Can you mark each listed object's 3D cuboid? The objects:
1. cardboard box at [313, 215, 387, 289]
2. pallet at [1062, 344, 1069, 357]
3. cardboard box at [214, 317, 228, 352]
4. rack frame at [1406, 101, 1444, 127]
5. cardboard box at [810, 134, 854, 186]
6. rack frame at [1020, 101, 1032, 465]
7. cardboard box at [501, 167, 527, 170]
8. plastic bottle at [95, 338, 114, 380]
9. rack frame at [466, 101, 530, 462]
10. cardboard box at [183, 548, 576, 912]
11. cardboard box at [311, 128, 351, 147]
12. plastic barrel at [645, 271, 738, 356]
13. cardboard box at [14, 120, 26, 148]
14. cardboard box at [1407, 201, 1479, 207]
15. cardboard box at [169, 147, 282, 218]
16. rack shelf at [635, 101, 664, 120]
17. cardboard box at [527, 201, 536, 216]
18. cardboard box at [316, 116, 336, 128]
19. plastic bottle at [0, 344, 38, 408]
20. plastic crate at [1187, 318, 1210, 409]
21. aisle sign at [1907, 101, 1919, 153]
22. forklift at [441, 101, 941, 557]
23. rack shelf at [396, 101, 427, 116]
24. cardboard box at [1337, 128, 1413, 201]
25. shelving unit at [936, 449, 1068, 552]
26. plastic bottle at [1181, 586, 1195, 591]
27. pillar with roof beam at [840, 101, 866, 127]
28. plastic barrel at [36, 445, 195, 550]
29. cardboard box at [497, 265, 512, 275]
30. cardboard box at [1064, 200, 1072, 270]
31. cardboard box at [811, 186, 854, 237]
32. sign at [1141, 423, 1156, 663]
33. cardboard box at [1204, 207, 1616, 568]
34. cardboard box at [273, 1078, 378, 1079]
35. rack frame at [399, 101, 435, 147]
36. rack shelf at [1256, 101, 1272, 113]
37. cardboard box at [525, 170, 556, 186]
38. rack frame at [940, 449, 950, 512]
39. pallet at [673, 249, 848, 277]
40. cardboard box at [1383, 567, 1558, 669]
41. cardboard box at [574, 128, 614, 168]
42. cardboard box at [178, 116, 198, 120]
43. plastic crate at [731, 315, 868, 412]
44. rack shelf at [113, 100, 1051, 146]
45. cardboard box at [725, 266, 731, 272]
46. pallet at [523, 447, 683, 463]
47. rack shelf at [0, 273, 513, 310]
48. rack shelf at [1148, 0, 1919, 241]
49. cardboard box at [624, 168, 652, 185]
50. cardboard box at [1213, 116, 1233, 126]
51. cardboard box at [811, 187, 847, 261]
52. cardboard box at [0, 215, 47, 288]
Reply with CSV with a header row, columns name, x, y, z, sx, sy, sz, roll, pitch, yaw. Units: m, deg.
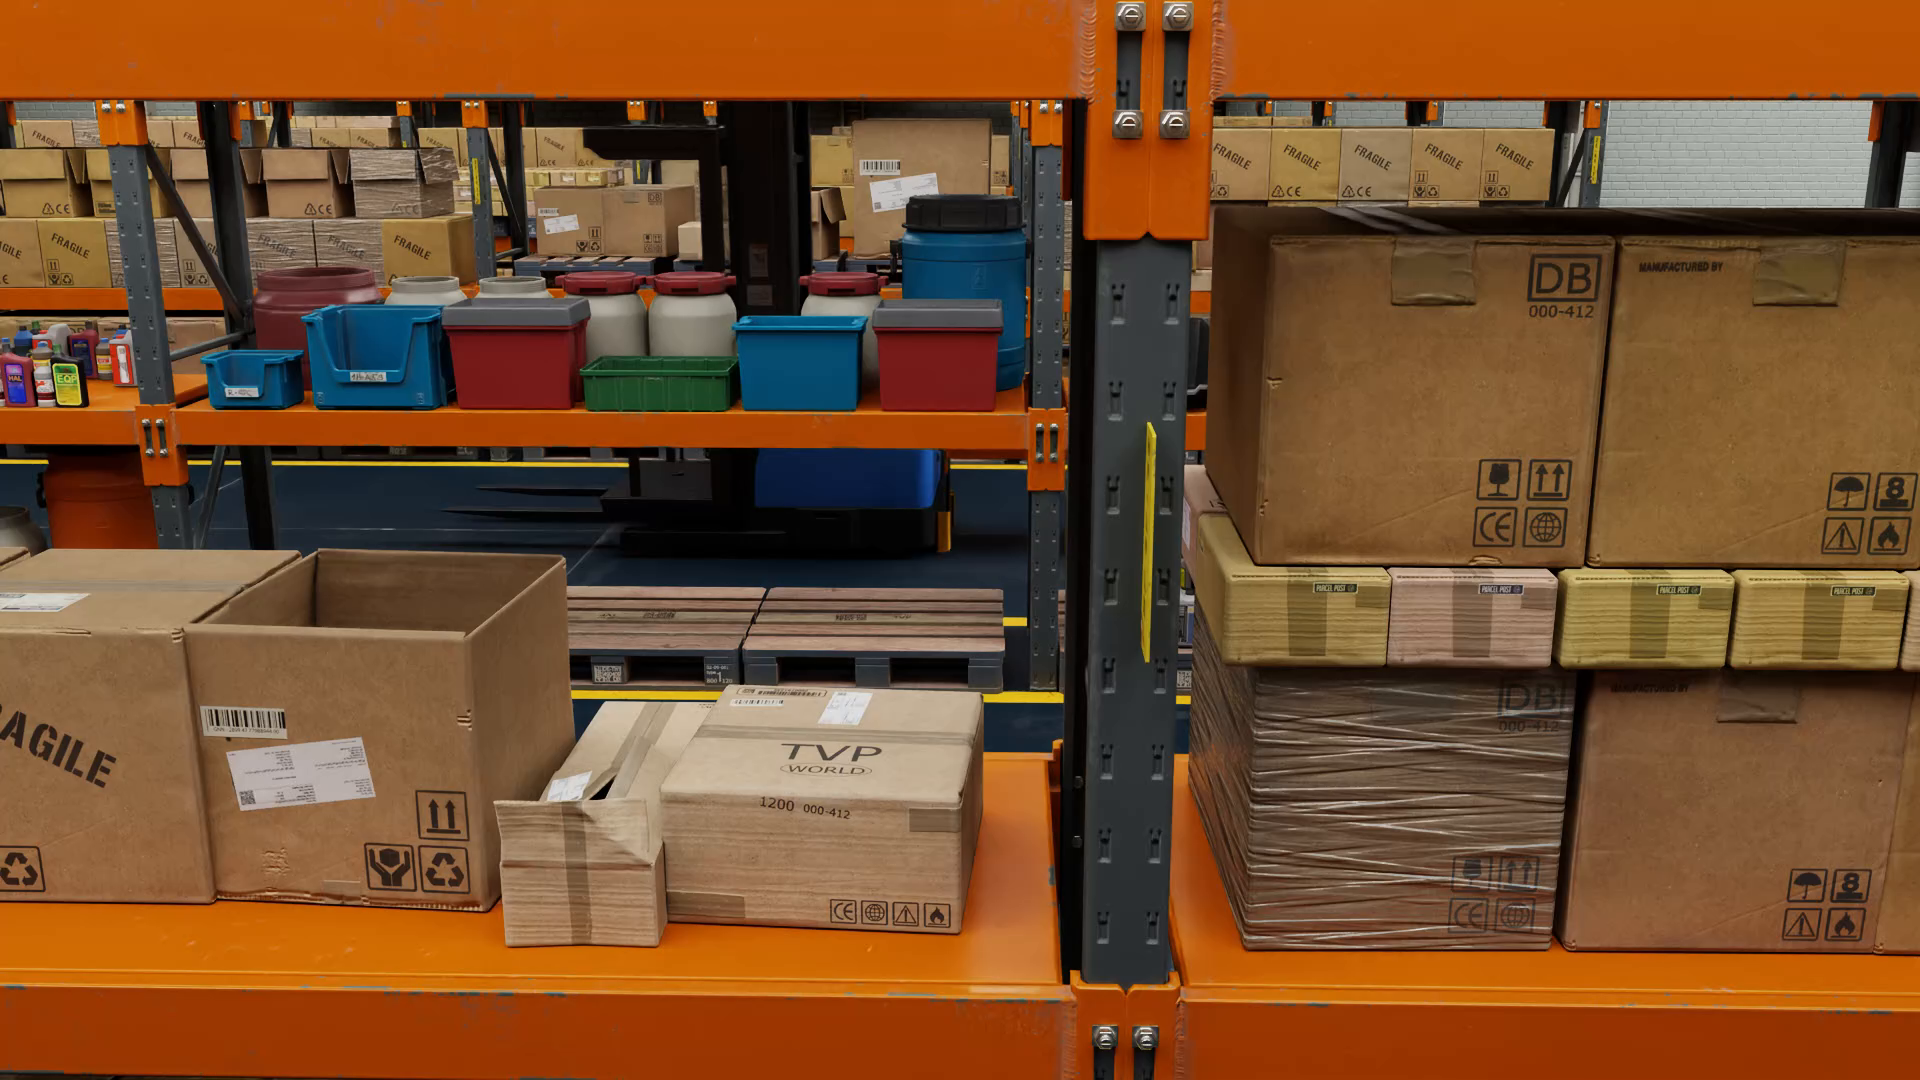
name,x,y,z,sx,sy,sz,roll,pitch,yaw
cardboard box,-4.472,-2.159,12.447,0.500,0.500,0.500,0,15,1
pallet,1.510,-2.031,17.623,1.213,0.211,1.003,0,15,1
cardboard box,-5.054,-1.359,12.953,0.875,0.875,1.225,0,15,2
rack frame,4.751,-3.378,17.263,0.127,3.000,1.000,0,15,1
cardboard box,-1.269,-3.947,17.266,0.500,0.500,0.700,0,15,1
rack frame,0.524,-2.140,12.570,0.127,3.000,1.000,0,15,1
cardboard box,-4.753,-3.859,17.588,0.250,0.149,0.380,1,15,4
plastic bottle,-4.238,-0.900,8.262,0.097,0.201,0.097,0,15,0
rack frame,-3.474,-2.166,12.669,0.127,3.000,1.000,0,15,1
cardboard box,-1.026,0.326,3.030,0.500,0.500,0.500,1,15,5
cardboard box,-8.206,-5.189,21.971,0.500,0.500,0.500,0,15,1
plastic barrel,-1.286,-1.009,8.019,0.433,0.535,0.433,0,15,0
cardboard box,-9.778,-4.076,17.172,0.500,0.500,0.500,0,15,0
cardboard box,3.471,-2.289,12.357,0.500,0.500,0.875,0,15,1
cardboard box,-5.527,-2.716,12.591,0.637,0.503,0.797,1,15,3
rack shelf,-1.247,-4.520,17.120,4.000,0.370,1.077,0,15,1
cardboard box,-4.257,-3.401,17.021,0.250,0.149,0.380,1,15,2
cardboard box,-8.299,-5.516,21.940,0.250,0.149,0.380,0,15,1
plastic bottle,-4.247,-0.742,7.500,0.133,0.283,0.061,0,15,1
plastic crate,0.918,-0.811,7.655,0.504,0.338,0.767,0,15,1
aisle sign,4.476,-2.182,7.634,0.004,0.787,0.394,0,15,1
forklift,-1.644,-1.450,10.090,3.031,2.935,1.130,1,15,3
rack shelf,-9.219,-5.835,22.105,4.000,0.370,1.077,0,15,1
cardboard box,2.967,-2.736,12.089,0.500,0.500,0.500,0,15,1
shelving unit,0.408,-0.720,10.128,1.083,1.500,0.587,1,15,3
plastic bottle,1.031,0.306,7.763,0.133,0.283,0.061,0,15,1
pillar with roof beam,-1.882,-7.983,22.958,0.400,9.000,9.100,0,15,1
plastic barrel,-4.090,-0.055,8.100,0.708,0.830,0.600,0,15,1
cardboard box,-4.950,-2.732,17.424,0.500,0.250,0.500,1,15,3
cardboard box,0.973,-2.313,12.449,0.500,0.500,0.875,0,15,1
cardboard box,-1.294,-3.397,17.139,0.500,0.500,0.500,0,15,1
sign,0.264,0.003,2.332,0.005,0.325,0.100,0,15,1
cardboard box,0.711,-0.288,2.812,0.500,0.500,0.700,0,15,2
cardboard box,-1.157,1.168,3.500,0.500,0.311,0.500,0,15,0
rack frame,-7.220,-4.719,22.347,0.127,3.000,1.000,0,15,1
rack shelf,2.900,-7.022,26.607,4.000,0.370,1.077,0,15,1
cardboard box,-4.261,-3.689,16.947,0.250,0.149,0.380,1,15,3
rack frame,-0.090,-0.726,10.150,0.032,1.500,0.500,1,15,3
pallet,-1.494,-2.071,12.684,1.213,0.211,1.003,0,15,1
cardboard box,0.782,0.077,2.699,0.250,0.149,0.380,1,15,2
cardboard box,-4.754,-5.168,21.891,0.500,0.500,0.500,0,15,1
cardboard box,-10.086,-5.506,21.902,0.250,0.149,0.380,0,15,0
plastic crate,-0.713,-0.797,7.511,0.575,0.384,0.392,0,15,1
rack shelf,-1.601,-1.992,7.541,4.000,0.370,1.077,0,15,1
cardboard box,-2.640,-2.518,17.592,0.750,0.750,1.050,0,15,1
pallet,-2.693,-0.812,13.004,1.213,0.211,1.003,0,15,1
rack shelf,-5.474,-1.831,12.810,4.000,0.370,1.077,0,15,1
rack shelf,2.267,-0.703,2.655,4.000,0.370,1.077,0,15,1
cardboard box,-4.224,-4.803,21.979,0.500,0.250,0.500,0,15,0
cardboard box,3.242,-5.246,21.607,0.500,0.500,0.700,0,15,1
cardboard box,-1.211,-2.380,12.457,0.637,0.503,0.797,2,15,7
cardboard box,-7.019,-2.173,12.502,0.500,0.500,0.500,0,15,2
